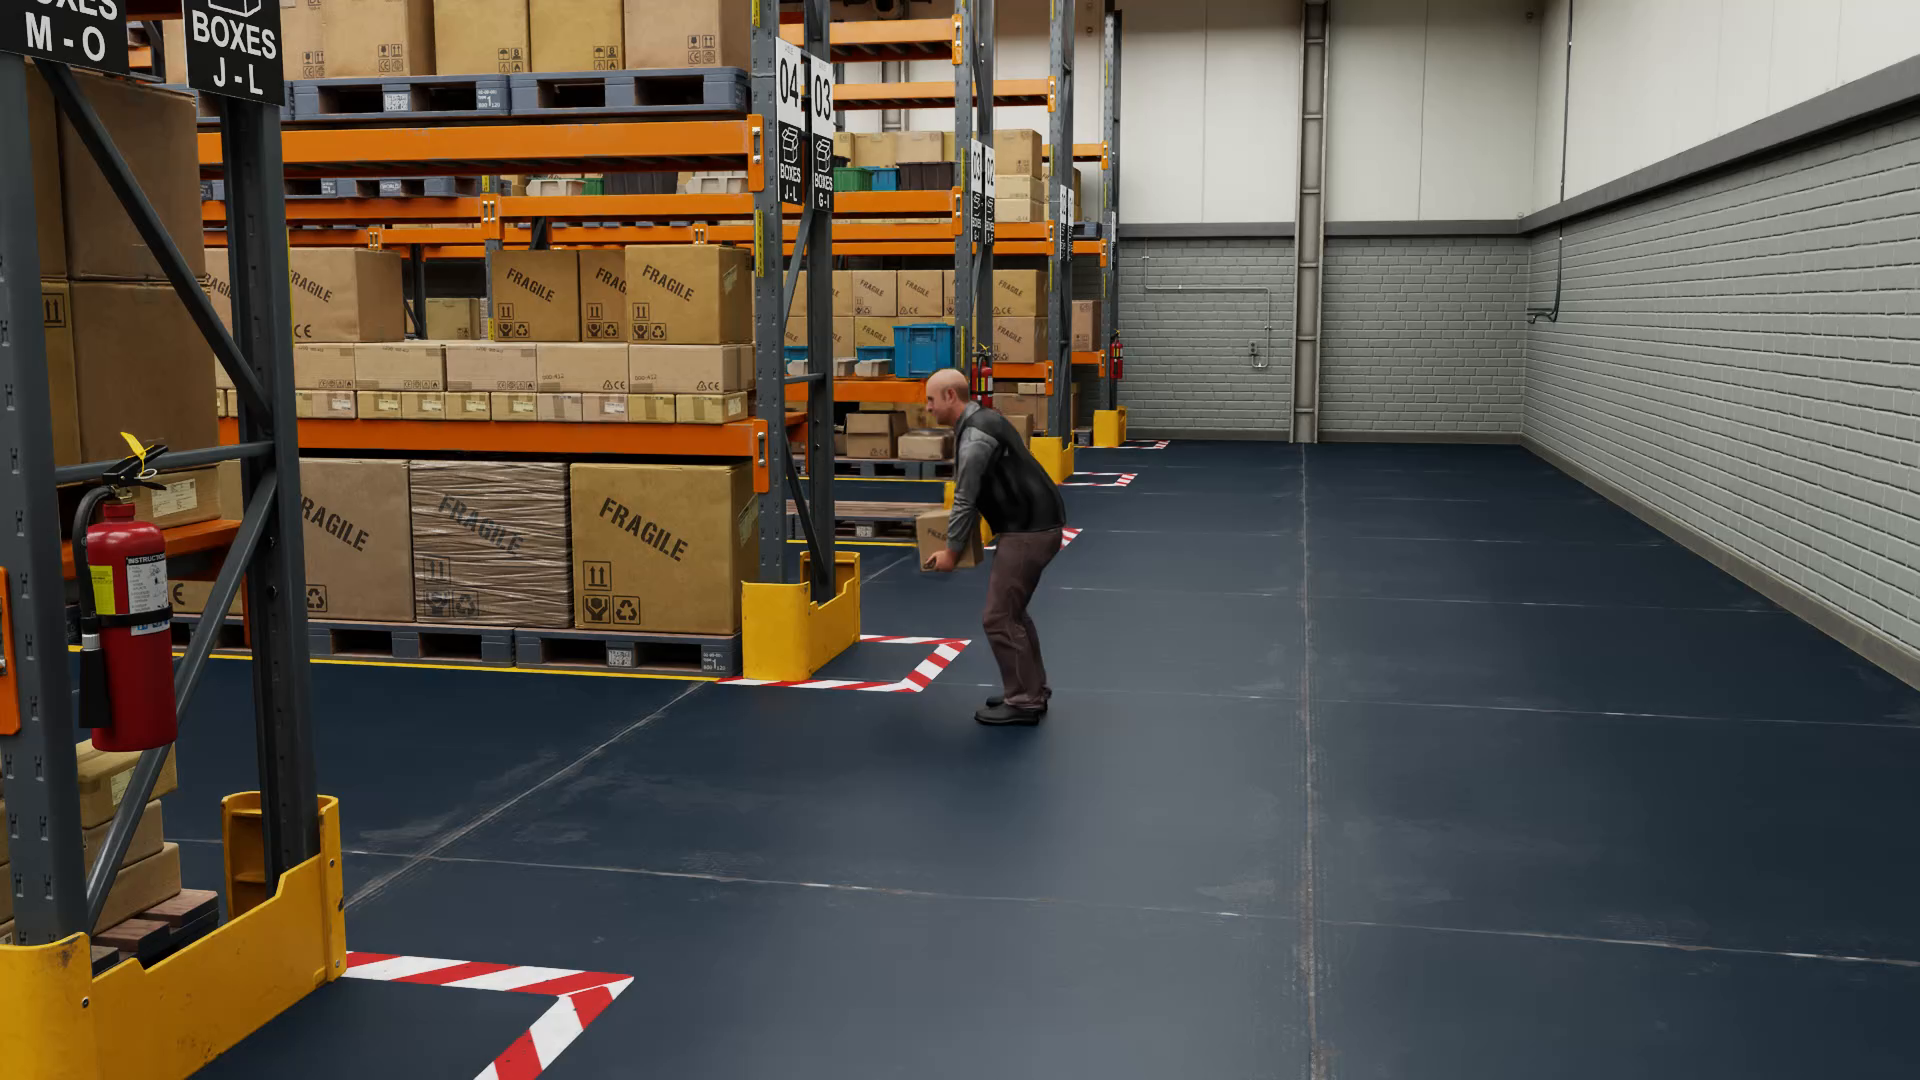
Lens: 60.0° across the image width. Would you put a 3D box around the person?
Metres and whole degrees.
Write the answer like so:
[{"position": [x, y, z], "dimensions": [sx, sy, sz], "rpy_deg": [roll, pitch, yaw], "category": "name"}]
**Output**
[{"position": [0.163, 0.023, 7.644], "dimensions": [0.646, 1.615, 0.475], "rpy_deg": [1, 8, 10], "category": "person"}]
